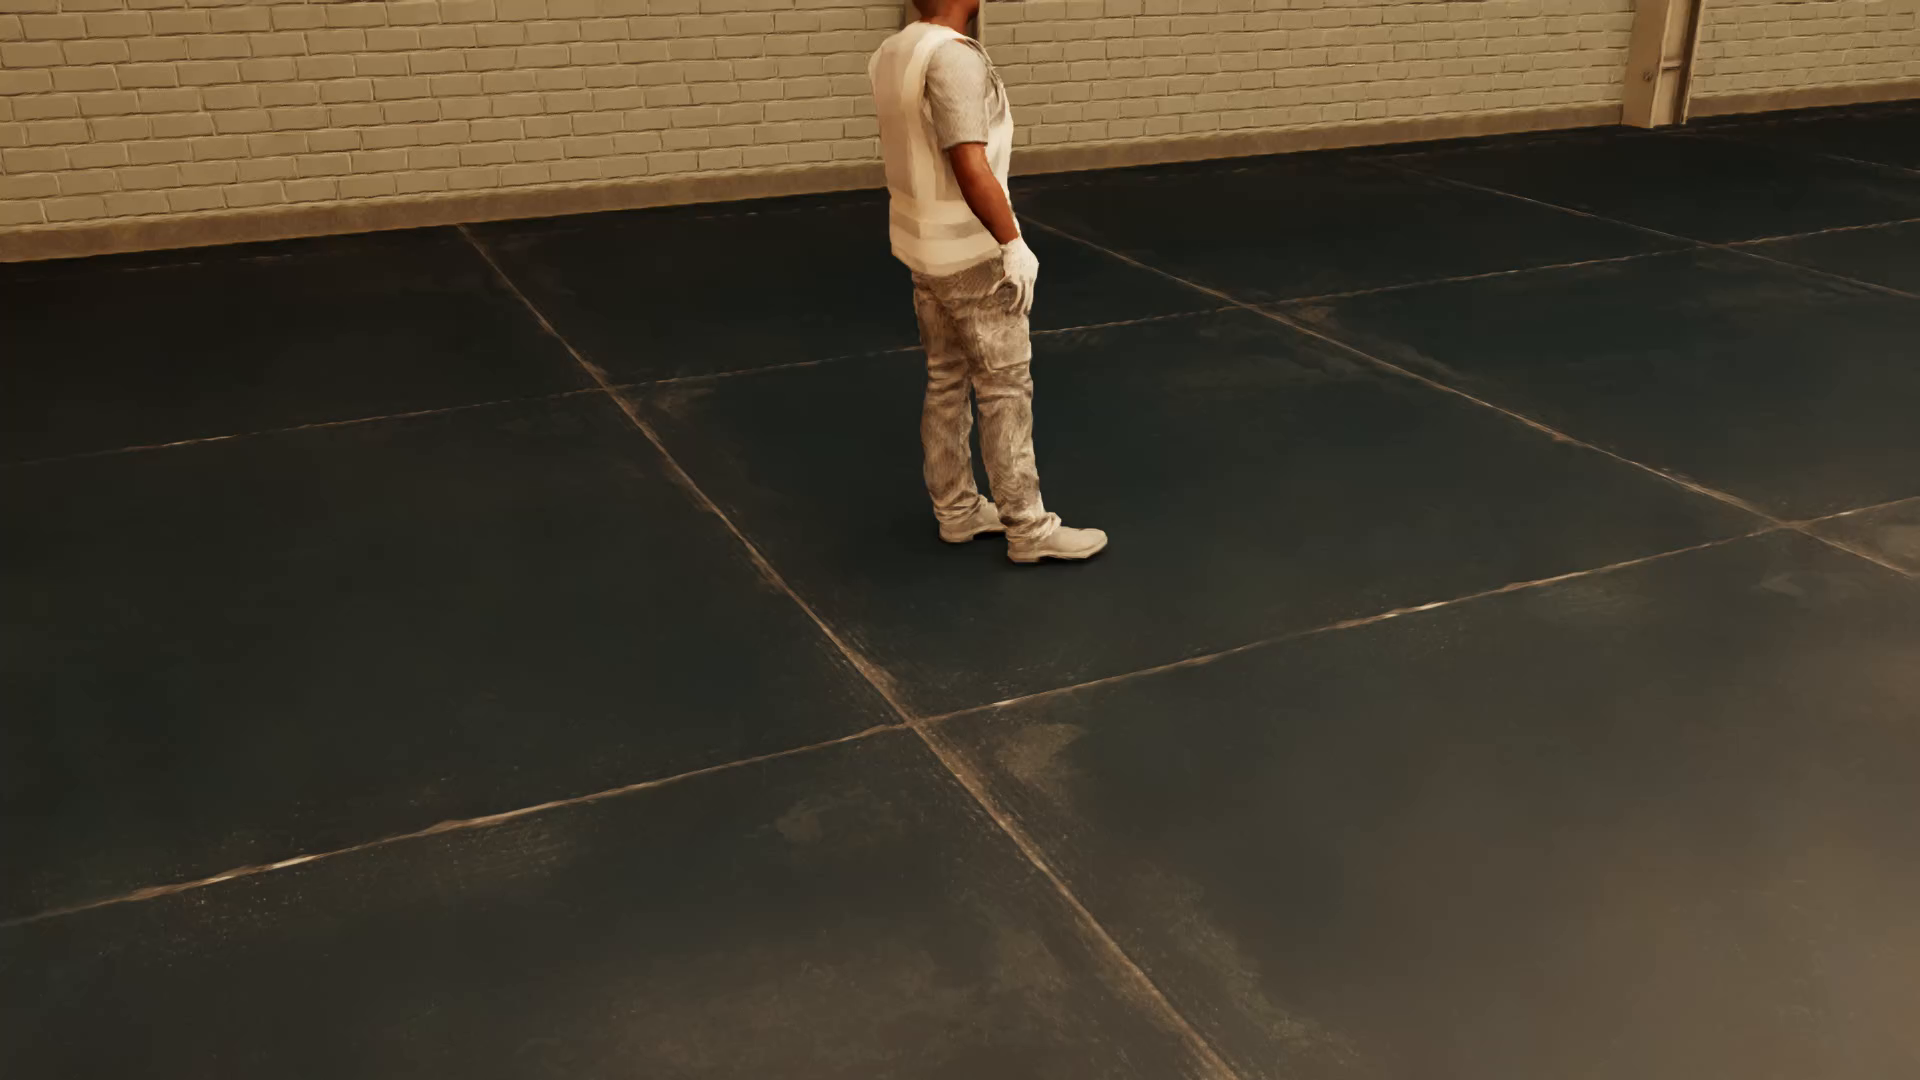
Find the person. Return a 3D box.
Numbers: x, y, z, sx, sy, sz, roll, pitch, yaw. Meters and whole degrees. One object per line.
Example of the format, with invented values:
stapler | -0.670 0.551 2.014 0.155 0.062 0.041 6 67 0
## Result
person | 0.069 -0.839 4.784 0.576 1.782 0.655 -10 25 -23
